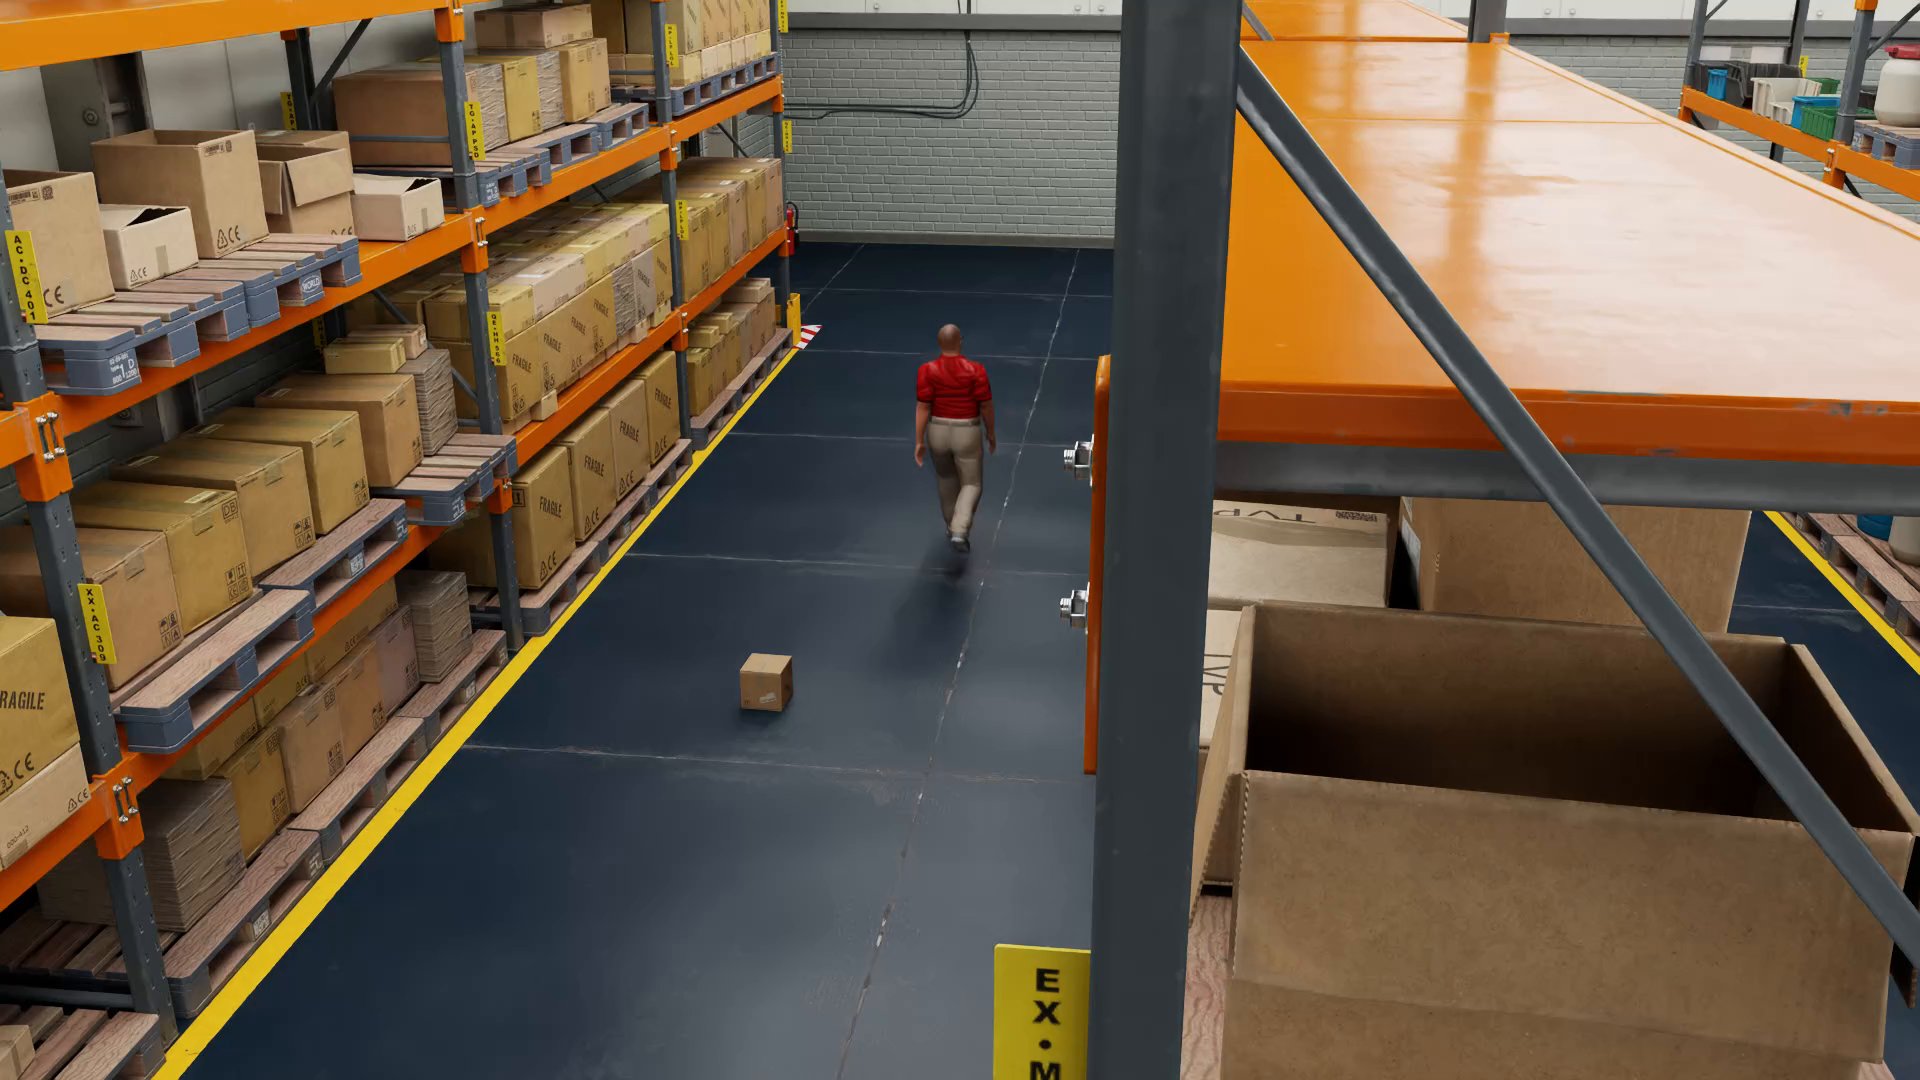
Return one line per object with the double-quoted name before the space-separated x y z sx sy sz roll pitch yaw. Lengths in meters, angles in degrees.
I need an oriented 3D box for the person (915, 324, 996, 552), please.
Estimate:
"person" -0.029 -0.748 12.052 0.553 1.676 0.969 5 21 12
